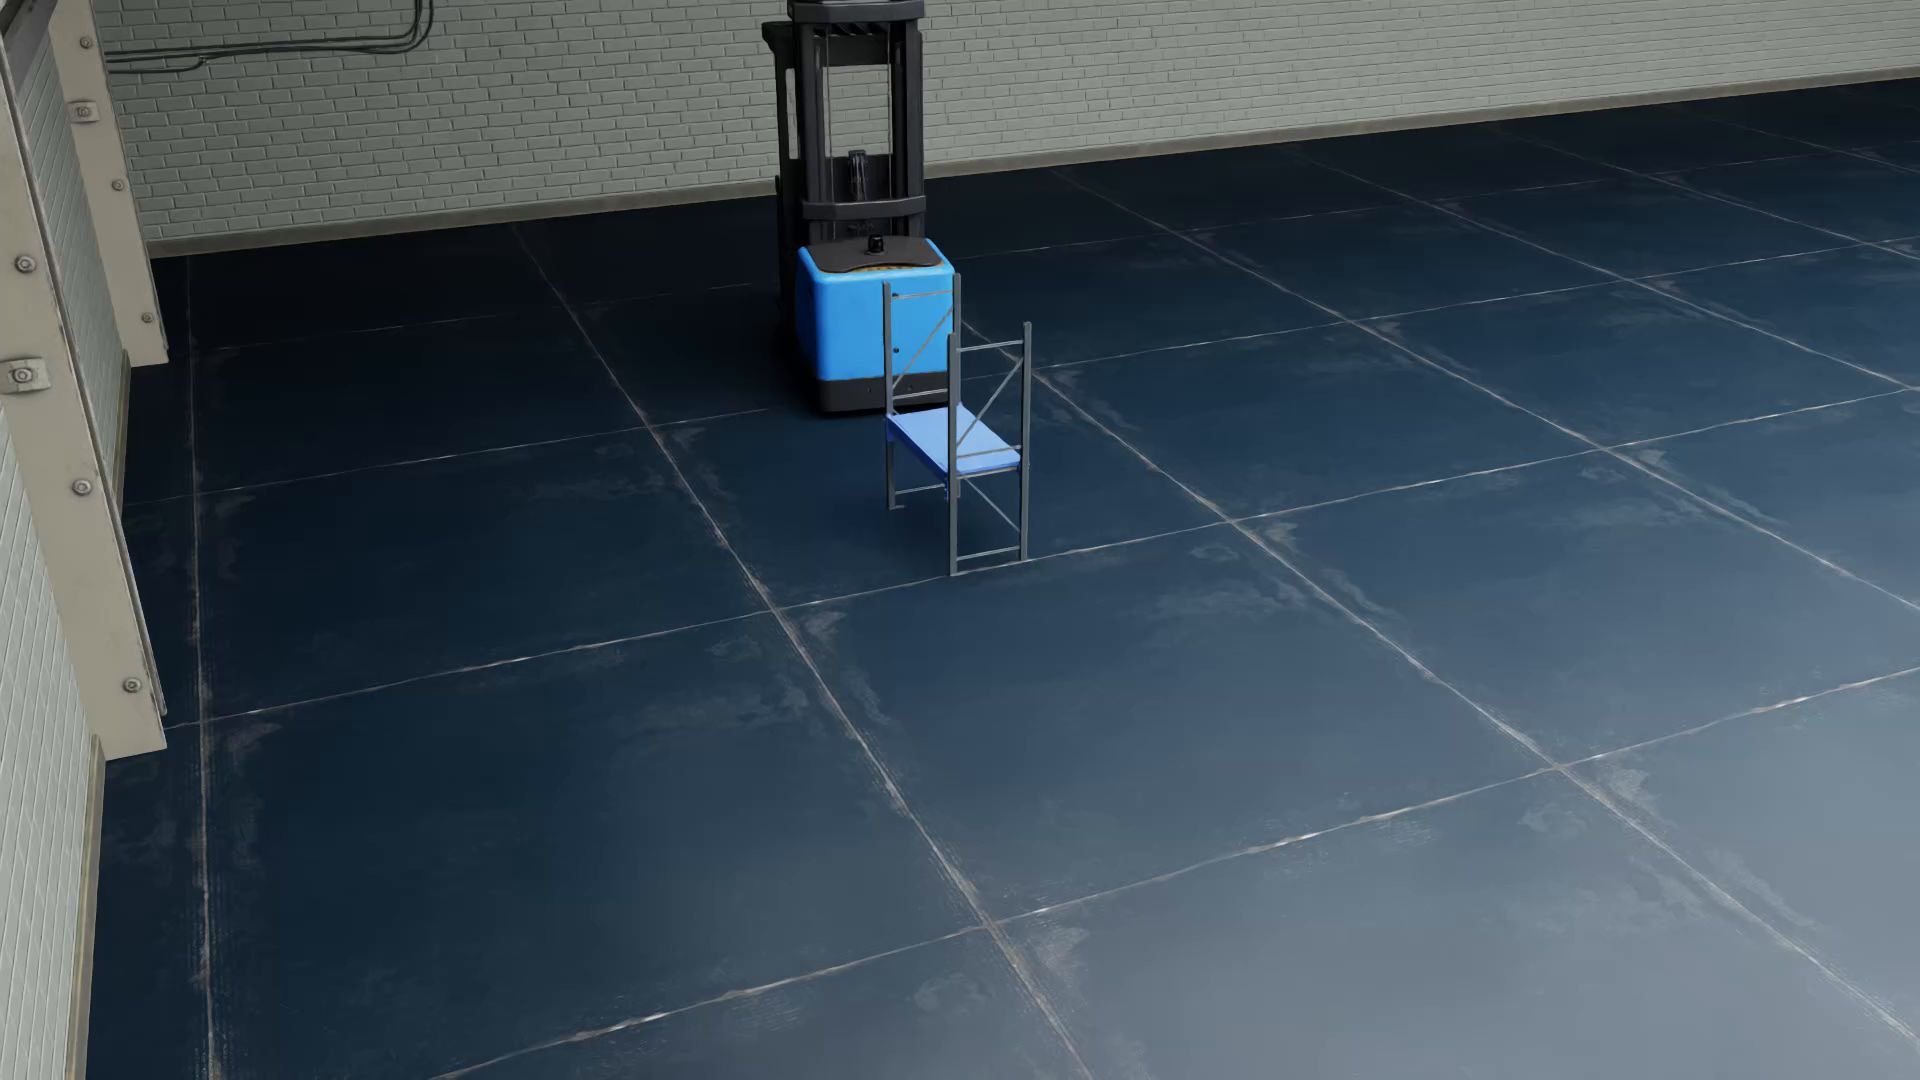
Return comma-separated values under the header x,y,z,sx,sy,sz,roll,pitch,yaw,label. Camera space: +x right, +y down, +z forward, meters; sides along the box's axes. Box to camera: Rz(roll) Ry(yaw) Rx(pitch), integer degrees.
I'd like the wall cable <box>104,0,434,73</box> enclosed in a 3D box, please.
x,y,z,sx,sy,sz,roll,pitch,yaw,label
-6.398,-5.518,14.833,3.097,2.526,0.112,-11,28,-21,wall cable

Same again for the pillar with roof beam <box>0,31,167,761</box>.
x,y,z,sx,sy,sz,roll,pitch,yaw,label
-0.150,-3.814,7.805,9.100,9.000,0.400,-11,28,-21,pillar with roof beam

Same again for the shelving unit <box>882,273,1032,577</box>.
x,y,z,sx,sy,sz,roll,pitch,yaw,label
-0.033,-0.708,9.991,0.538,1.500,1.048,-11,28,-21,shelving unit

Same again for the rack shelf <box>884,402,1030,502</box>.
x,y,z,sx,sy,sz,roll,pitch,yaw,label
-0.033,-0.547,10.070,0.538,0.185,1.000,-11,28,-21,rack shelf

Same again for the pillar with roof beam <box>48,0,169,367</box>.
x,y,z,sx,sy,sz,roll,pitch,yaw,label
-2.500,-6.236,12.766,9.100,9.000,0.400,-11,28,-21,pillar with roof beam

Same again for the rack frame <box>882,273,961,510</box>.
x,y,z,sx,sy,sz,roll,pitch,yaw,label
-0.232,-0.914,10.412,0.500,1.500,0.032,-11,28,-21,rack frame

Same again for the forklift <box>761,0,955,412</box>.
x,y,z,sx,sy,sz,roll,pitch,yaw,label
-0.874,-2.863,12.773,1.130,2.935,3.031,-6,27,-12,forklift

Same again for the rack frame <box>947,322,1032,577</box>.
x,y,z,sx,sy,sz,roll,pitch,yaw,label
0.166,-0.503,9.571,0.500,1.500,0.032,-11,28,-21,rack frame
